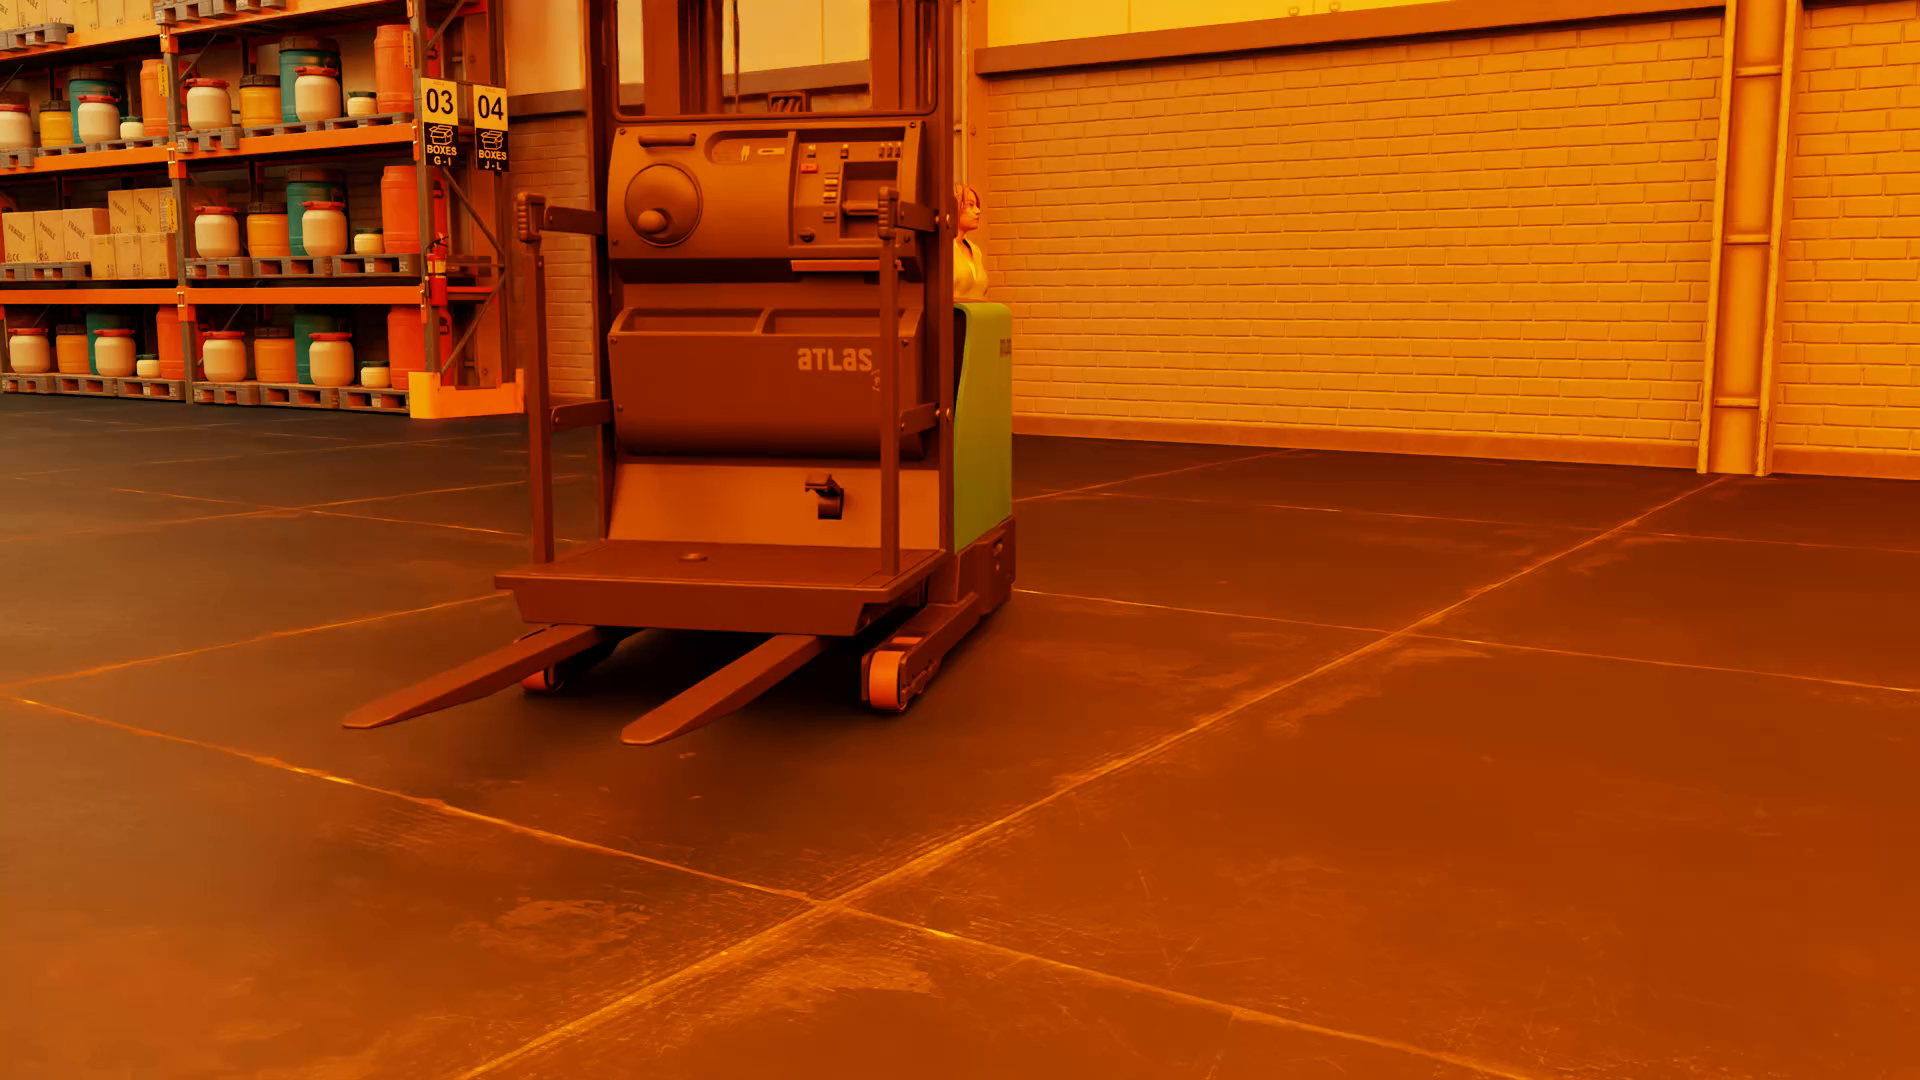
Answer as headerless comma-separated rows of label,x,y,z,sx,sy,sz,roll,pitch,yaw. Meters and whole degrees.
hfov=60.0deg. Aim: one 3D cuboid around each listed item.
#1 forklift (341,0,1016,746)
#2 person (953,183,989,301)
forklift,-0.612,-1.053,4.597,1.130,2.935,3.031,2,8,12
person,0.054,-0.783,7.438,0.473,1.585,0.520,5,10,34
